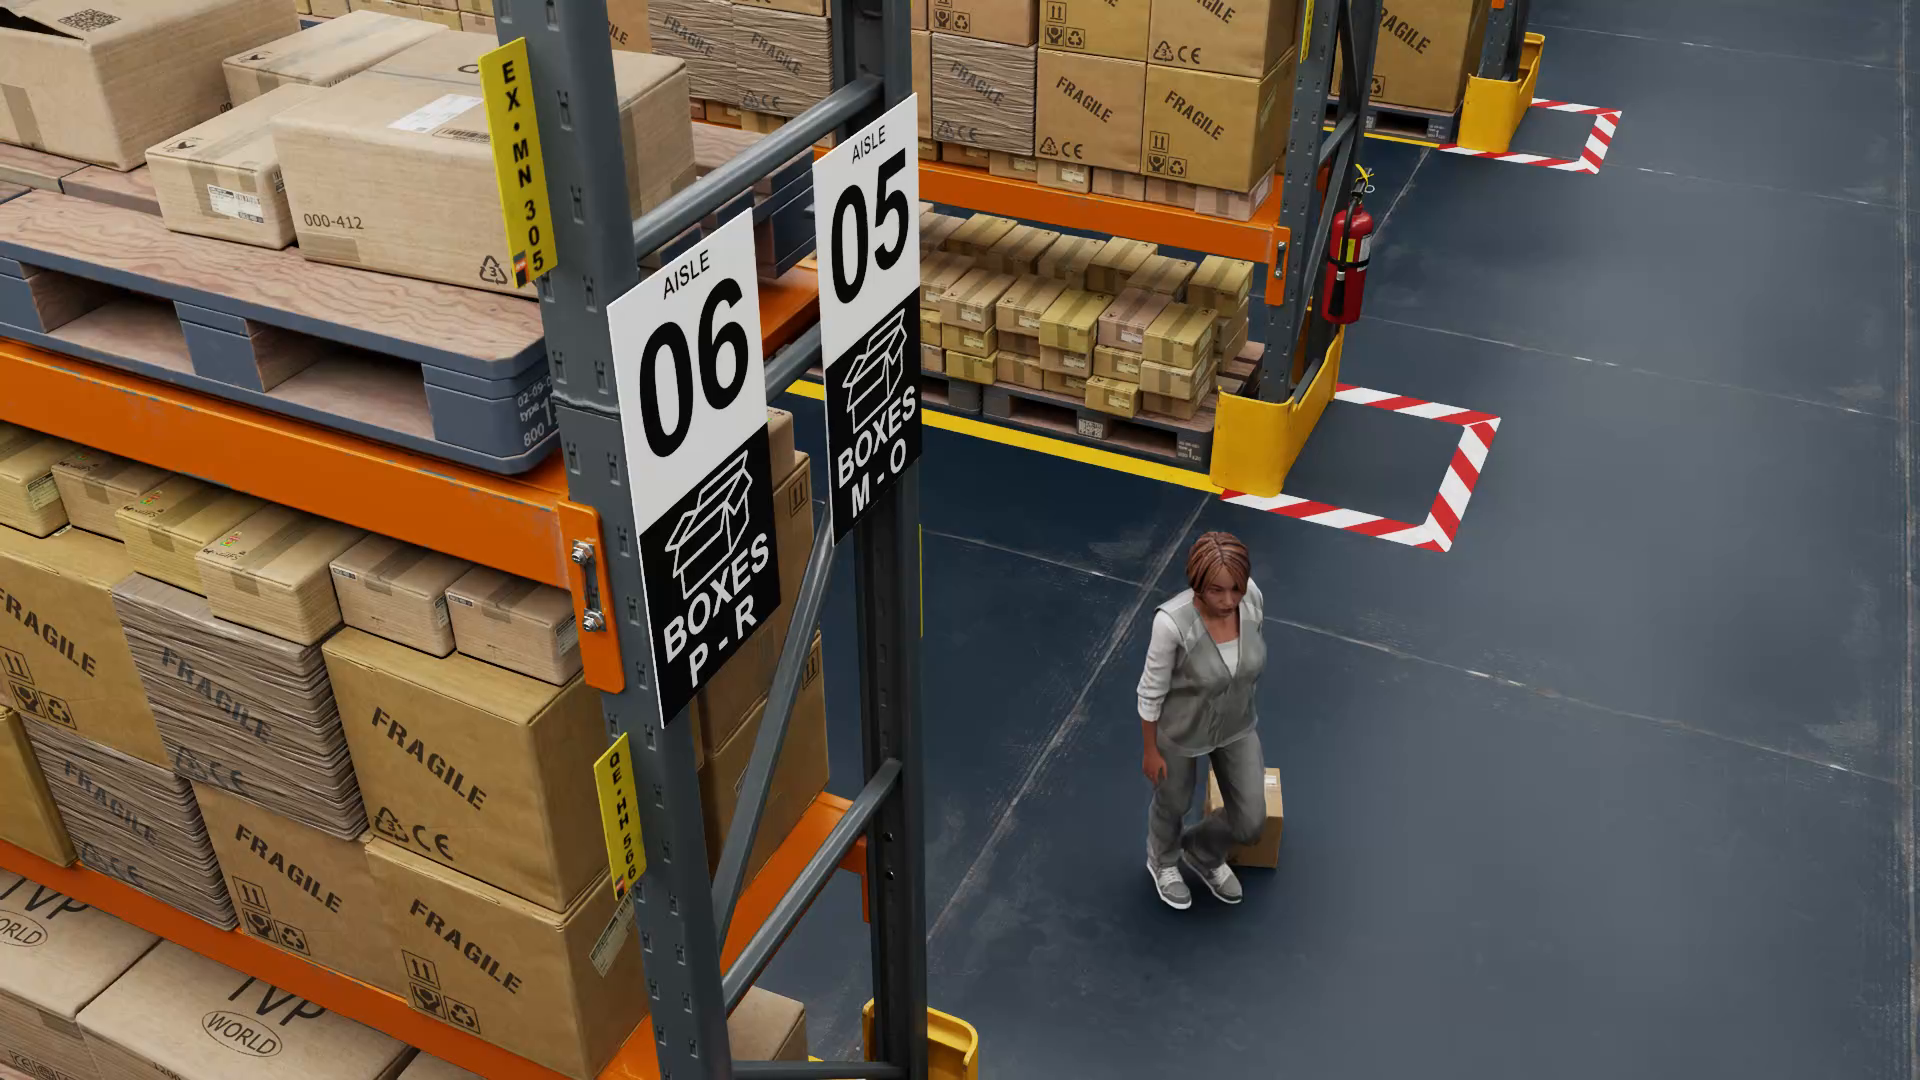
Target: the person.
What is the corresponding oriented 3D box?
[{"bbox_3d":[0.740,0.590,5.251,0.442,1.580,0.475,-10,35,-14],"label":"person"}]
